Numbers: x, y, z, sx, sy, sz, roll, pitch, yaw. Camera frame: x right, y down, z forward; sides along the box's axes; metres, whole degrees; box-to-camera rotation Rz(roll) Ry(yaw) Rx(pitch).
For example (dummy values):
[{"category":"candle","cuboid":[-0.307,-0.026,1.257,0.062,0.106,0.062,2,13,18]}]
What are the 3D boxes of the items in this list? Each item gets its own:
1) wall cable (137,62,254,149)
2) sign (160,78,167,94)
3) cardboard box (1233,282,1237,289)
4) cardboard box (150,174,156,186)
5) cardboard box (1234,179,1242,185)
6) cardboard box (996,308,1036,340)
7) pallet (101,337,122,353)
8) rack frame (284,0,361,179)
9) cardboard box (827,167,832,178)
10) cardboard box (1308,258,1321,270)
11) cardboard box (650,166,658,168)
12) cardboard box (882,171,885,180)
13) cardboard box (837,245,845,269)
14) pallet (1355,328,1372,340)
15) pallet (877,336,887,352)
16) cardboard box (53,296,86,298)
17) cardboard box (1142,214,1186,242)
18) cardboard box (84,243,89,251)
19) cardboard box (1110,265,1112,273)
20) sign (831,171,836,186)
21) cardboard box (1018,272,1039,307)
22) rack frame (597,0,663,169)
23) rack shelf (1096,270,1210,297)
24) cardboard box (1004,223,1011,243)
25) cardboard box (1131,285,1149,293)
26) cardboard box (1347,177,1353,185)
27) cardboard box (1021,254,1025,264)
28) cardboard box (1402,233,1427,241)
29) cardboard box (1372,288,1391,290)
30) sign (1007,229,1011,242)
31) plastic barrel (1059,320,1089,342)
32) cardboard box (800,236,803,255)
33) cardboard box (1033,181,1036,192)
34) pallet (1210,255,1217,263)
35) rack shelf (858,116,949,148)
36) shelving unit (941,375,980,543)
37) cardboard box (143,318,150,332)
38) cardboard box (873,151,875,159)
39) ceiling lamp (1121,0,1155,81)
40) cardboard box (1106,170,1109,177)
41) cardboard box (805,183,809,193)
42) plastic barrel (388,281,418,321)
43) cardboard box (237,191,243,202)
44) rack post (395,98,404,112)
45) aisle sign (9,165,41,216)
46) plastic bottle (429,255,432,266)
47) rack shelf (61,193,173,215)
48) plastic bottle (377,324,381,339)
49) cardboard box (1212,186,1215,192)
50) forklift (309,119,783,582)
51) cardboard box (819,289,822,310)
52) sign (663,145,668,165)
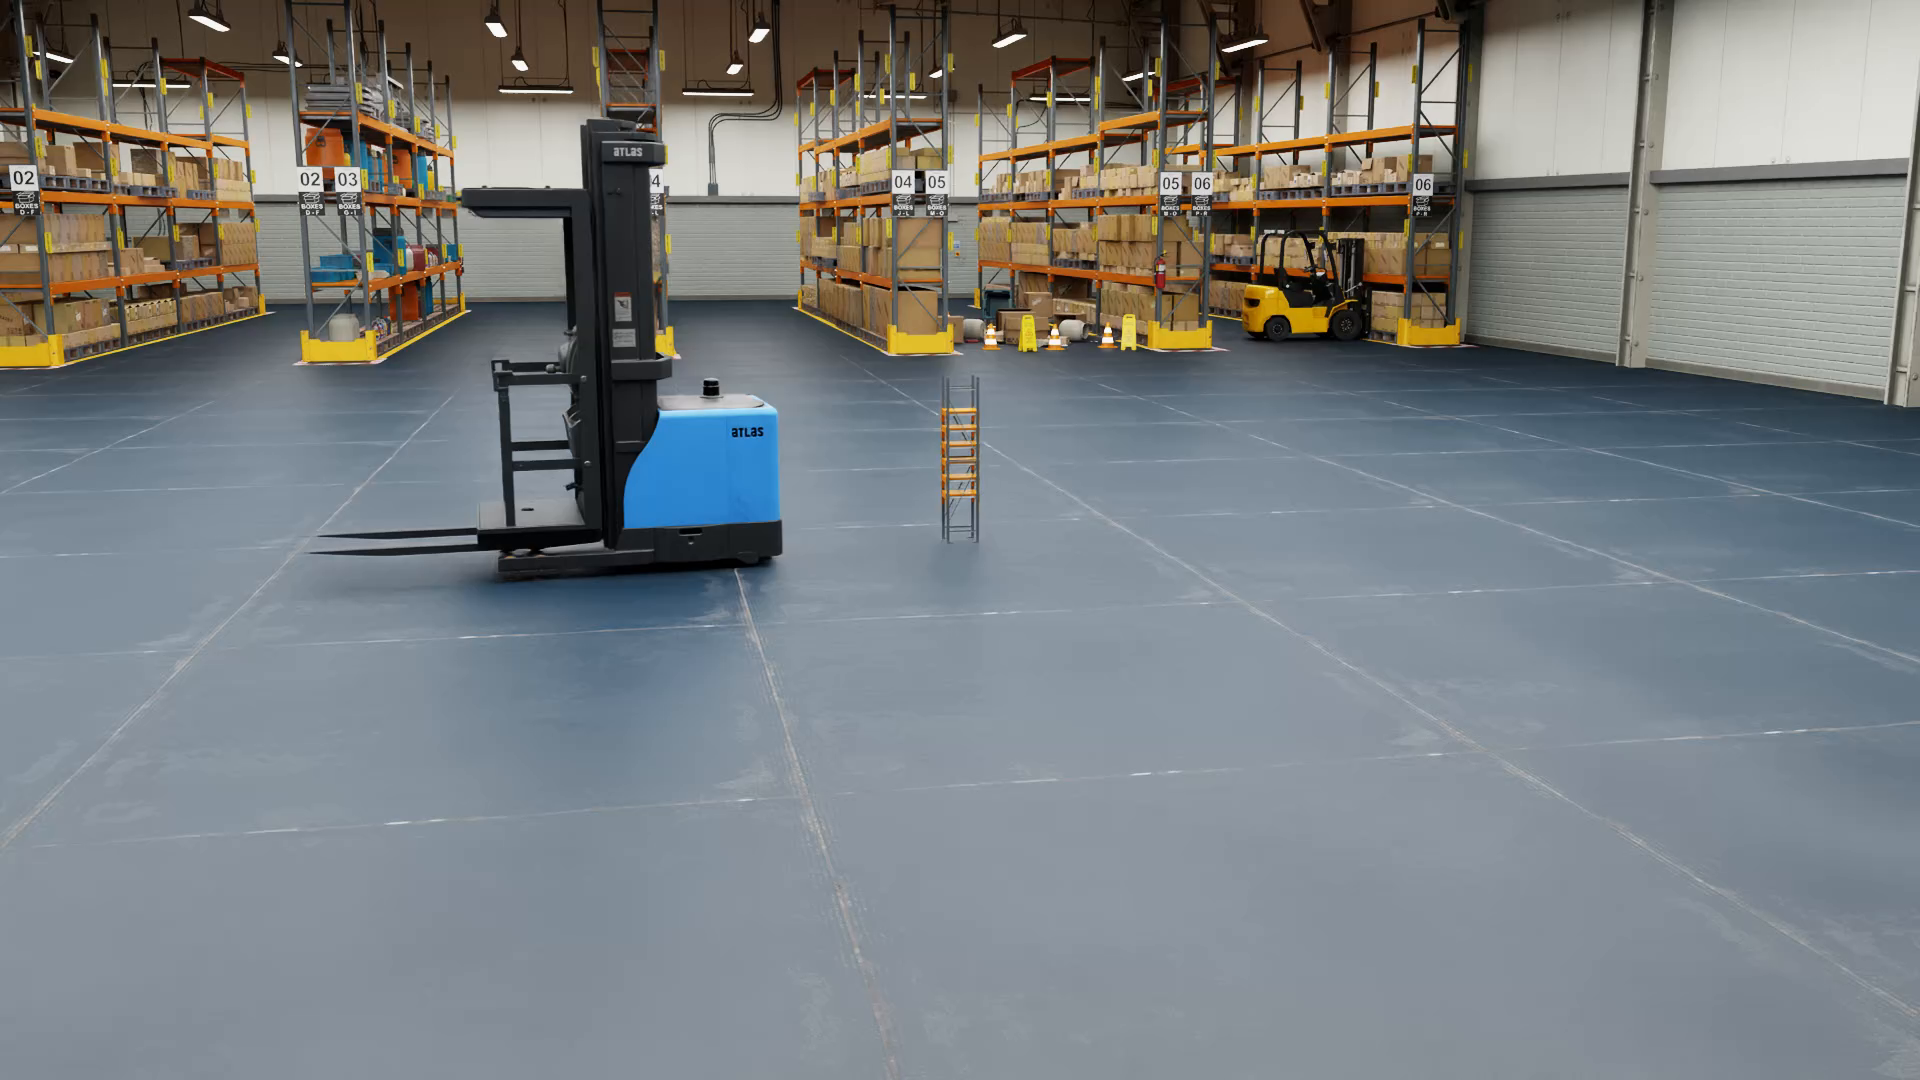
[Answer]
[{"category":"wall cable","cuboid":[-21.385,-12.138,46.699,3.097,2.526,0.112,-2,11,-11]},{"category":"sign","cuboid":[-16.331,-9.305,34.094,0.100,0.325,0.005,-2,11,-11]},{"category":"cardboard box","cuboid":[6.940,-6.274,40.966,0.380,0.149,0.250,-2,11,-12]},{"category":"cardboard box","cuboid":[-16.732,-7.325,33.916,0.500,0.250,0.500,-3,11,-15]},{"category":"cardboard box","cuboid":[6.874,-8.687,40.333,0.380,0.149,0.250,-2,11,-12]},{"category":"cardboard box","cuboid":[1.104,-4.294,33.051,0.797,0.637,0.503,-2,11,-11]},{"category":"pallet","cuboid":[-15.984,-3.549,30.280,1.003,0.211,1.213,-2,11,-11]},{"category":"rack frame","cuboid":[-10.460,-7.459,27.321,1.000,3.000,0.127,-2,11,-11]},{"category":"cardboard box","cuboid":[-2.876,-8.520,38.602,0.396,0.266,0.258,-2,11,-11]},{"category":"cardboard box","cuboid":[7.855,-5.977,35.978,0.500,0.250,0.500,-2,11,-10]},{"category":"cardboard box","cuboid":[-5.625,-6.889,29.946,0.500,0.500,0.500,-2,11,-11]},{"category":"cardboard box","cuboid":[-1.212,-6.602,30.119,0.380,0.149,0.250,-2,11,-10]},{"category":"cardboard box","cuboid":[-2.450,-6.279,36.894,0.500,0.500,0.500,-2,11,-10]},{"category":"pallet","cuboid":[8.564,-4.226,33.836,1.003,0.211,1.213,-2,11,-11]},{"category":"pallet","cuboid":[-0.949,-3.628,30.695,1.003,0.211,1.213,-2,11,-11]},{"category":"cardboard box","cuboid":[-16.314,-4.194,30.434,0.500,0.500,0.500,-2,11,-11]},{"category":"cardboard box","cuboid":[3.806,-5.825,31.041,0.700,0.500,0.500,-2,11,-12]},{"category":"cardboard box","cuboid":[-15.589,-5.159,29.278,0.380,0.149,0.250,-2,11,-9]},{"category":"cardboard box","cuboid":[3.270,-5.502,33.751,0.380,0.149,0.250,-2,11,-11]},{"category":"sign","cuboid":[-2.805,-8.030,36.957,0.100,0.325,0.005,-2,11,-11]},{"category":"cardboard box","cuboid":[1.985,-6.305,41.862,0.875,0.875,0.875,-2,11,-9]},{"category":"rack frame","cuboid":[-5.601,-7.640,28.267,1.000,3.000,0.127,-2,11,-11]},{"category":"rack shelf","cuboid":[3.731,-5.066,32.716,1.077,0.370,4.000,-2,11,-11]},{"category":"cardboard box","cuboid":[1.423,-7.871,42.584,0.500,0.500,0.500,-2,11,-11]},{"category":"cardboard box","cuboid":[3.525,-4.844,32.114,0.380,0.149,0.250,-2,11,-10]},{"category":"cardboard box","cuboid":[8.149,-7.339,33.991,0.380,0.149,0.250,-2,11,-9]},{"category":"cardboard box","cuboid":[1.798,-6.900,40.829,0.500,0.250,0.500,-2,11,-11]},{"category":"cardboard box","cuboid":[8.711,-5.806,31.881,0.380,0.149,0.250,-2,11,-11]},{"category":"cardboard box","cuboid":[8.694,-5.046,34.240,0.500,0.250,0.500,-2,11,-11]},{"category":"sign","cuboid":[1.241,-7.697,42.089,0.100,0.325,0.005,-2,11,-11]},{"category":"plastic barrel","cuboid":[2.233,-4.111,32.663,0.512,0.421,0.421,6,12,28]},{"category":"cardboard box","cuboid":[-4.012,-7.892,44.574,0.500,0.500,0.500,-2,11,-8]},{"category":"cardboard box","cuboid":[1.952,-8.374,39.383,0.396,0.266,0.258,-2,11,-12]},{"category":"pallet","cuboid":[6.702,-7.190,42.464,1.003,0.211,1.213,-2,11,-11]},{"category":"rack shelf","cuboid":[-1.105,-7.618,31.149,1.077,0.370,4.000,-2,11,-11]},{"category":"shelving unit","cuboid":[0.003,-0.587,12.070,0.258,1.200,0.189,-2,11,-11]},{"category":"cardboard box","cuboid":[-16.134,-4.194,32.439,0.500,0.250,0.500,-2,11,-13]},{"category":"cardboard box","cuboid":[-1.411,-7.181,31.028,0.380,0.149,0.250,-2,11,-11]},{"category":"ceiling lamp","cuboid":[4.661,-13.016,40.902,0.800,3.185,2.000,-2,11,-11]},{"category":"cardboard box","cuboid":[3.162,-7.412,33.634,0.380,0.149,0.250,-2,11,-9]},{"category":"cardboard box","cuboid":[-3.709,-9.063,42.831,0.500,0.250,0.500,-3,11,-13]},{"category":"plastic barrel","cuboid":[-12.127,-5.209,36.222,0.600,0.830,0.708,-2,11,-11]},{"category":"cardboard box","cuboid":[-17.876,-8.399,40.682,0.500,0.250,0.500,-2,11,-11]},{"category":"rack post","cuboid":[-12.263,-9.319,35.713,0.624,0.289,0.986,-2,11,-11]},{"category":"aisle sign","cuboid":[-15.006,-5.609,26.691,0.394,0.787,0.004,-2,11,-11]},{"category":"plastic bottle","cuboid":[-12.205,-6.408,38.171,0.152,0.276,0.135,-2,11,-11]},{"category":"rack shelf","cuboid":[-16.486,-6.554,32.507,1.077,0.370,4.000,-2,11,-11]},{"category":"plastic bottle","cuboid":[-10.533,-3.780,30.123,0.061,0.283,0.133,-2,11,-10]},{"category":"cardboard box","cuboid":[6.523,-8.784,41.583,0.380,0.149,0.250,-2,11,-12]},{"category":"forklift","cuboid":[-2.784,-1.279,11.076,3.031,2.935,1.130,-3,11,-16]},{"category":"cardboard box","cuboid":[-3.167,-5.888,40.673,0.500,0.500,0.500,-2,11,-9]},{"category":"sign","cuboid":[-5.069,-6.615,28.570,0.100,0.325,0.005,-2,11,-11]}]
